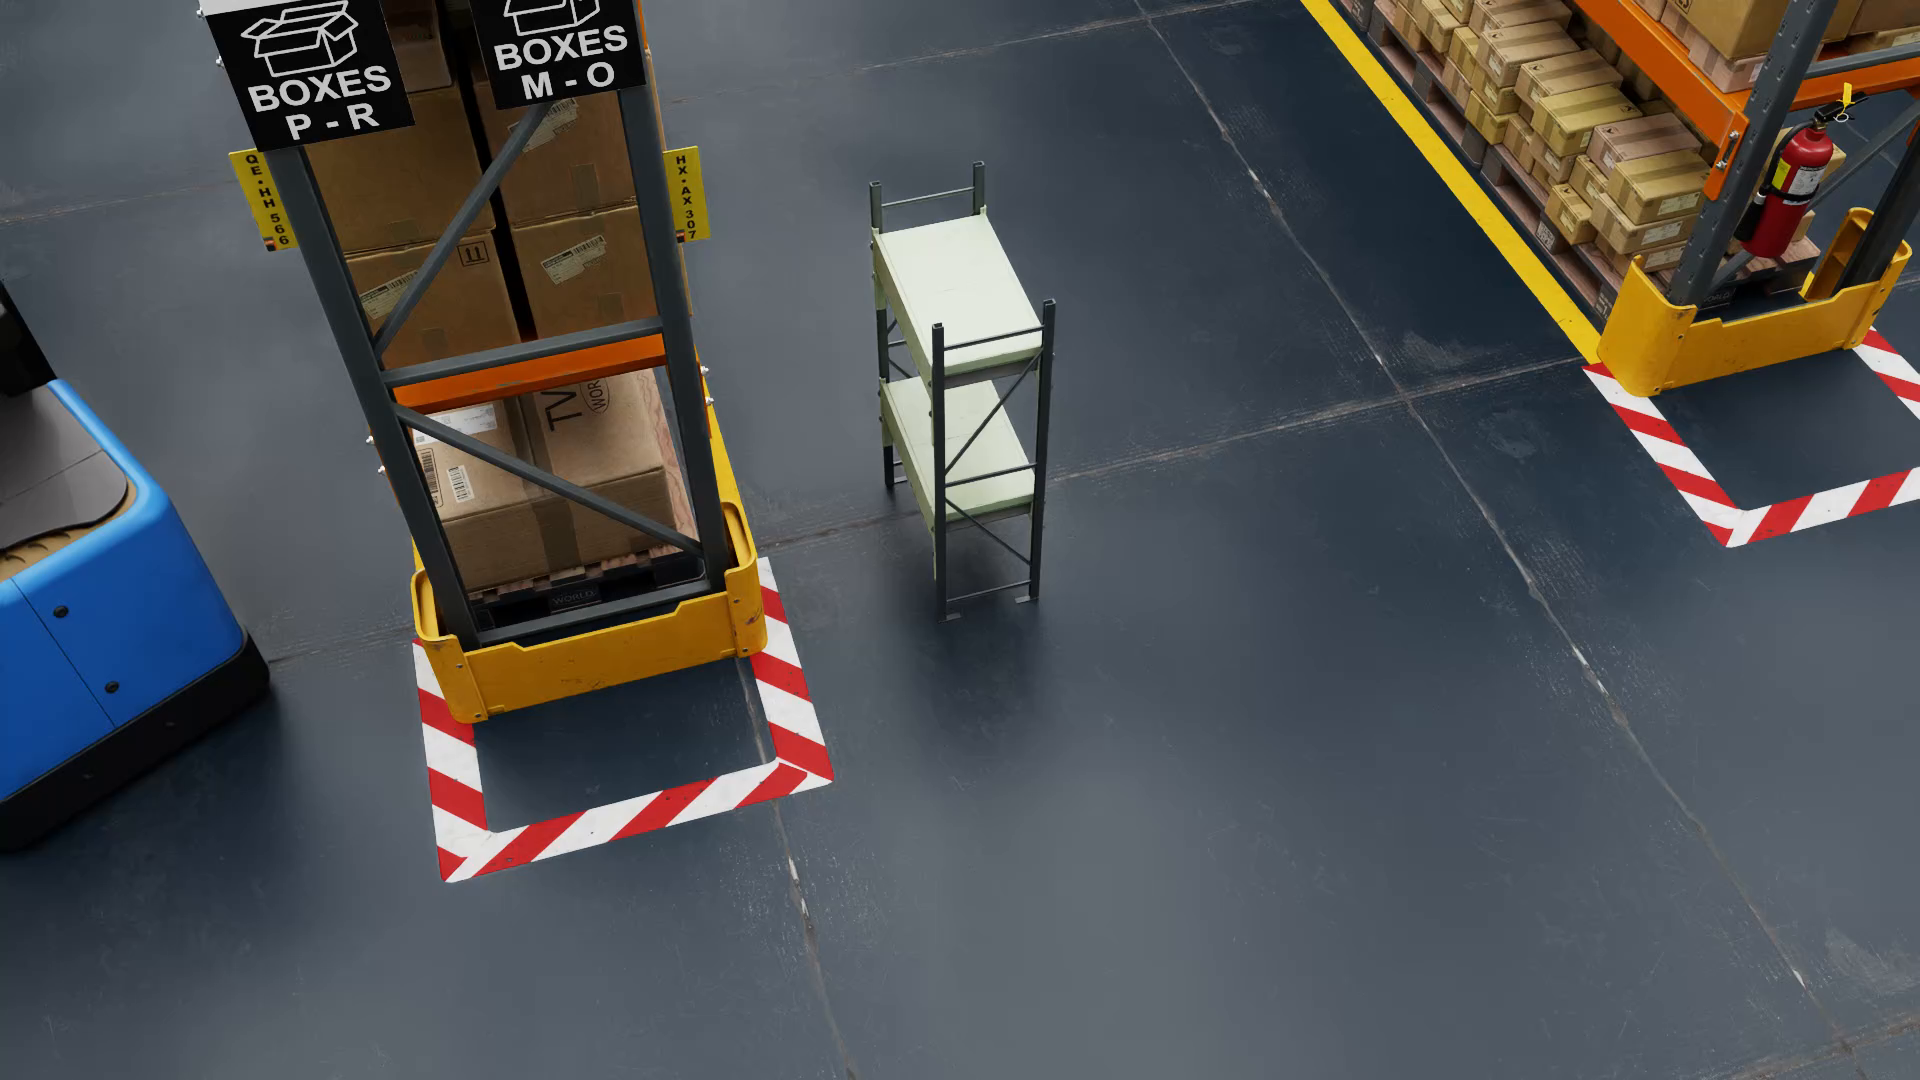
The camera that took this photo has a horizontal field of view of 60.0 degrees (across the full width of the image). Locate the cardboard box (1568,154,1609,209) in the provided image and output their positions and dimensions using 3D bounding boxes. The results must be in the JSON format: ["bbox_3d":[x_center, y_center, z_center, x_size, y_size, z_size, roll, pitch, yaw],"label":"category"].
[{"bbox_3d":[2.925,-1.596,7.319,0.380,0.149,0.250,-14,51,-12],"label":"cardboard box"}]

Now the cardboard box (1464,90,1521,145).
[{"bbox_3d":[2.636,-2.041,7.888,0.380,0.149,0.250,-15,52,-13],"label":"cardboard box"}]

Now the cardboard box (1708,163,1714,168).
[{"bbox_3d":[3.443,-1.726,7.428,0.380,0.149,0.250,-14,51,-11],"label":"cardboard box"}]

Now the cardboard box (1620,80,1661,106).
[{"bbox_3d":[3.314,-2.097,7.741,0.380,0.149,0.250,-12,51,-10],"label":"cardboard box"}]

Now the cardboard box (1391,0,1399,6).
[{"bbox_3d":[2.435,-2.833,8.556,0.380,0.149,0.250,-15,52,-13],"label":"cardboard box"}]

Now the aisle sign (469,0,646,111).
[{"bbox_3d":[-1.020,-1.418,4.073,0.394,0.787,0.004,-13,51,-11],"label":"aisle sign"}]

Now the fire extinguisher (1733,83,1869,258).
[{"bbox_3d":[3.014,-1.327,5.991,0.296,0.674,0.183,-13,51,-11],"label":"fire extinguisher"}]

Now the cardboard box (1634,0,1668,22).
[{"bbox_3d":[2.887,-2.223,6.616,0.380,0.149,0.250,-14,51,-11],"label":"cardboard box"}]

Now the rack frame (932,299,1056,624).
[{"bbox_3d":[0.106,-0.221,5.745,0.400,1.500,0.023,-13,51,-11],"label":"rack frame"}]

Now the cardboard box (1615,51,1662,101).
[{"bbox_3d":[3.249,-2.177,7.614,0.380,0.149,0.250,-16,52,-13],"label":"cardboard box"}]

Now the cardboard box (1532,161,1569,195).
[{"bbox_3d":[2.856,-1.691,7.593,0.380,0.149,0.250,-14,51,-11],"label":"cardboard box"}]

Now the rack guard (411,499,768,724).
[{"bbox_3d":[-1.312,0.256,5.997,1.175,0.500,0.348,-13,51,-11],"label":"rack guard"}]

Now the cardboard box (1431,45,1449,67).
[{"bbox_3d":[2.571,-2.446,8.230,0.380,0.149,0.250,-12,51,-10],"label":"cardboard box"}]

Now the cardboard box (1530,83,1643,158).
[{"bbox_3d":[2.764,-1.855,7.342,0.380,0.149,0.250,-14,51,-12],"label":"cardboard box"}]

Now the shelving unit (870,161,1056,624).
[{"bbox_3d":[-0.002,-0.488,5.970,0.431,1.500,0.755,-13,51,-11],"label":"shelving unit"}]

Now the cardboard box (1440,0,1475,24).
[{"bbox_3d":[2.539,-2.644,8.008,0.380,0.149,0.250,-13,51,-11],"label":"cardboard box"}]

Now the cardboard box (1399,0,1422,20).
[{"bbox_3d":[2.416,-2.720,8.266,0.380,0.149,0.250,-14,51,-11],"label":"cardboard box"}]

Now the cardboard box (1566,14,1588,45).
[{"bbox_3d":[3.025,-2.458,8.045,0.380,0.149,0.250,-11,51,-9],"label":"cardboard box"}]

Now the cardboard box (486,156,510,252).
[{"bbox_3d":[-1.848,-1.262,5.576,0.500,0.500,0.500,-14,51,-12],"label":"cardboard box"}]

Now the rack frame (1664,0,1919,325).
[{"bbox_3d":[3.380,-1.760,6.062,1.000,3.000,0.127,-13,51,-11],"label":"rack frame"}]

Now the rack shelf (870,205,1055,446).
[{"bbox_3d":[-0.002,-0.740,5.672,0.431,0.370,0.720,-13,51,-11],"label":"rack shelf"}]

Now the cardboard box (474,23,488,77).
[{"bbox_3d":[-1.159,-1.452,4.659,0.380,0.149,0.250,-12,51,-10],"label":"cardboard box"}]

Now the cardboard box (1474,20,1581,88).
[{"bbox_3d":[2.615,-2.242,7.668,0.380,0.149,0.250,-12,51,-10],"label":"cardboard box"}]

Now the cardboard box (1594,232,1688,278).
[{"bbox_3d":[3.025,-1.314,7.275,0.380,0.149,0.250,-13,51,-10],"label":"cardboard box"}]

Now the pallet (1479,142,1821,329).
[{"bbox_3d":[3.151,-1.518,7.681,1.003,0.211,1.213,-13,51,-11],"label":"pallet"}]

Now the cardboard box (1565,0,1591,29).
[{"bbox_3d":[3.141,-2.584,7.957,0.380,0.149,0.250,-13,51,-10],"label":"cardboard box"}]

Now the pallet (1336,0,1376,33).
[{"bbox_3d":[2.429,-3.300,9.184,1.003,0.211,1.213,-13,51,-11],"label":"pallet"}]

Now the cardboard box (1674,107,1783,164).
[{"bbox_3d":[3.353,-1.802,7.298,0.380,0.149,0.250,-12,51,-10],"label":"cardboard box"}]

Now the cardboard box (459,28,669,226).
[{"bbox_3d":[-1.189,-1.336,4.985,0.500,0.500,0.500,-14,51,-12],"label":"cardboard box"}]

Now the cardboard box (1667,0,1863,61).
[{"bbox_3d":[3.001,-2.158,6.137,0.500,0.500,0.500,-12,51,-10],"label":"cardboard box"}]

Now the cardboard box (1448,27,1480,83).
[{"bbox_3d":[2.572,-2.339,7.945,0.380,0.149,0.250,-11,51,-9],"label":"cardboard box"}]

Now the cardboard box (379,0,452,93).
[{"bbox_3d":[-1.616,-1.347,4.570,0.380,0.149,0.250,-13,51,-10],"label":"cardboard box"}]

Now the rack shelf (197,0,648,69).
[{"bbox_3d":[-1.910,-2.763,5.415,1.077,0.370,4.000,-13,51,-11],"label":"rack shelf"}]

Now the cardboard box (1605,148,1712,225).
[{"bbox_3d":[2.981,-1.498,7.041,0.380,0.149,0.250,-13,51,-11],"label":"cardboard box"}]

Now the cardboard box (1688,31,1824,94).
[{"bbox_3d":[3.014,-1.853,6.304,0.380,0.149,0.250,-13,51,-11],"label":"cardboard box"}]

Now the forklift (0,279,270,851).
[{"bbox_3d":[-3.889,-0.930,5.407,1.130,2.935,3.031,-37,59,-27],"label":"forklift"}]

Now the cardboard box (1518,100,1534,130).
[{"bbox_3d":[2.815,-1.992,7.652,0.380,0.149,0.250,-14,51,-11],"label":"cardboard box"}]

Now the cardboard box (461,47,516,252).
[{"bbox_3d":[-1.363,-1.378,5.674,0.500,0.500,0.500,-14,51,-11],"label":"cardboard box"}]

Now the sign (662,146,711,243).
[{"bbox_3d":[-0.787,-0.993,4.797,0.100,0.325,0.005,-13,51,-11],"label":"sign"}]
